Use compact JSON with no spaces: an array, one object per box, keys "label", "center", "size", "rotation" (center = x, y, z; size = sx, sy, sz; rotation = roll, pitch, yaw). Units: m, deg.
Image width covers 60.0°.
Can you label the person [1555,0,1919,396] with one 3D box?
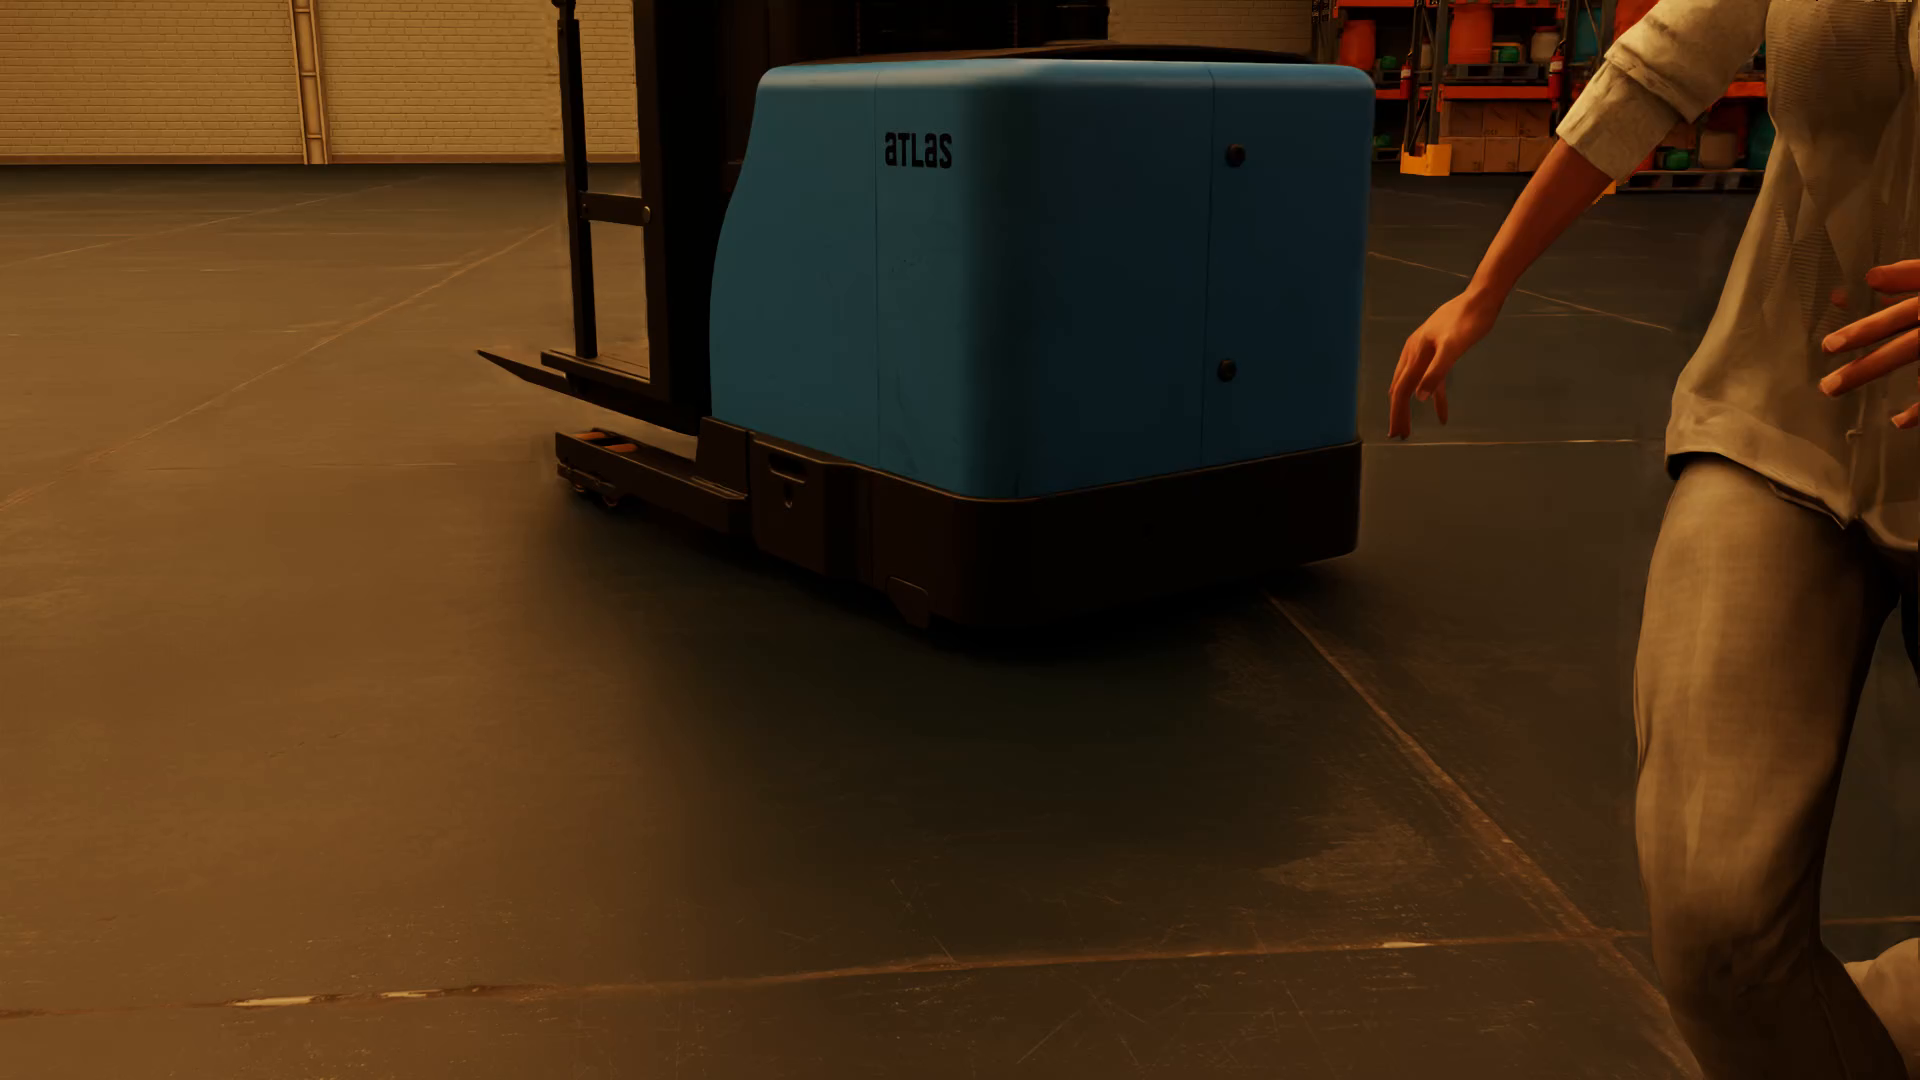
[{"label":"person","center":[0.652,0.078,1.195],"size":[0.623,1.270,0.644],"rotation":[13,19,40]}]

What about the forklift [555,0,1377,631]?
[{"label":"forklift","center":[-0.415,-1.564,4.121],"size":[1.130,2.935,3.031],"rotation":[-10,18,-35]}]
